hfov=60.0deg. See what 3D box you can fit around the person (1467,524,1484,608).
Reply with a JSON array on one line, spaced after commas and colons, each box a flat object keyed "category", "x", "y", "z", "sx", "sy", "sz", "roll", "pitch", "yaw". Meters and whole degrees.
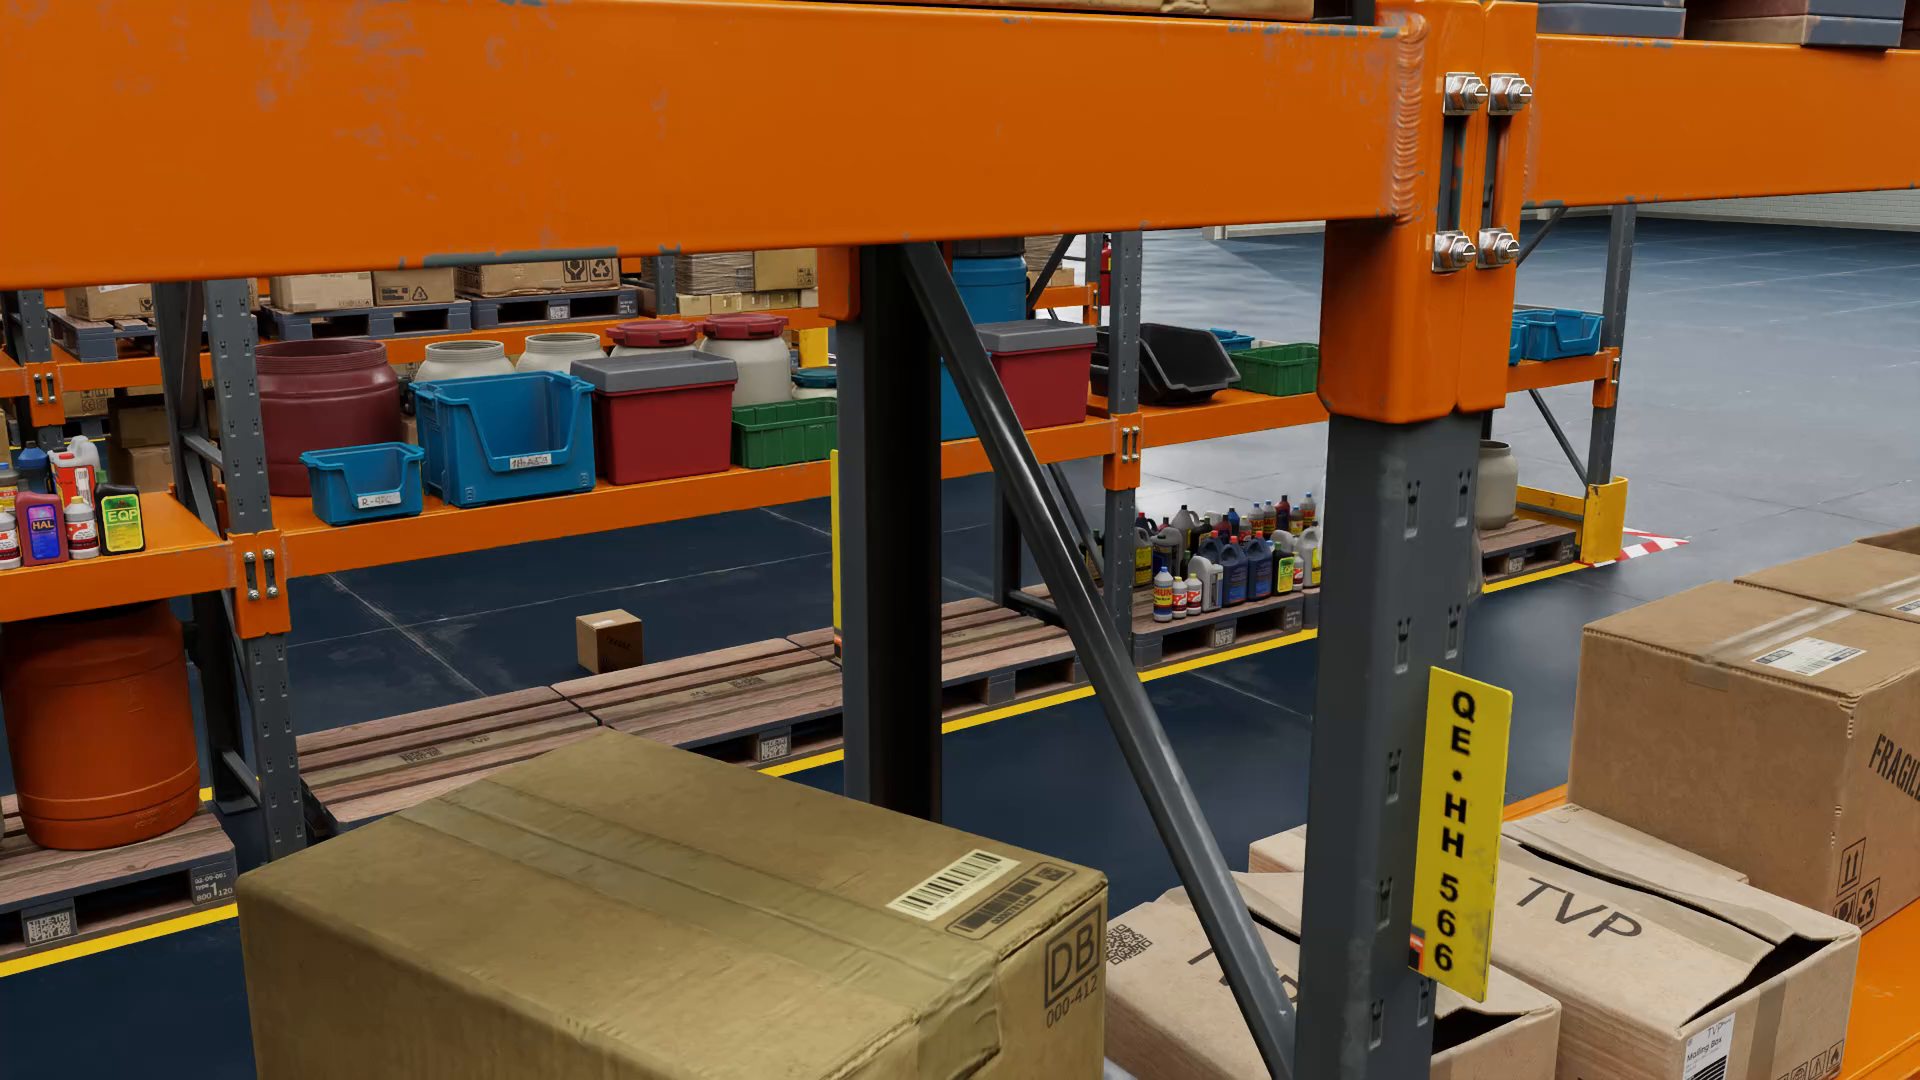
[{"category": "person", "x": 2.245, "y": -0.124, "z": 7.939, "sx": 0.458, "sy": 1.683, "sz": 0.481, "roll": -10, "pitch": 17, "yaw": -33}]
